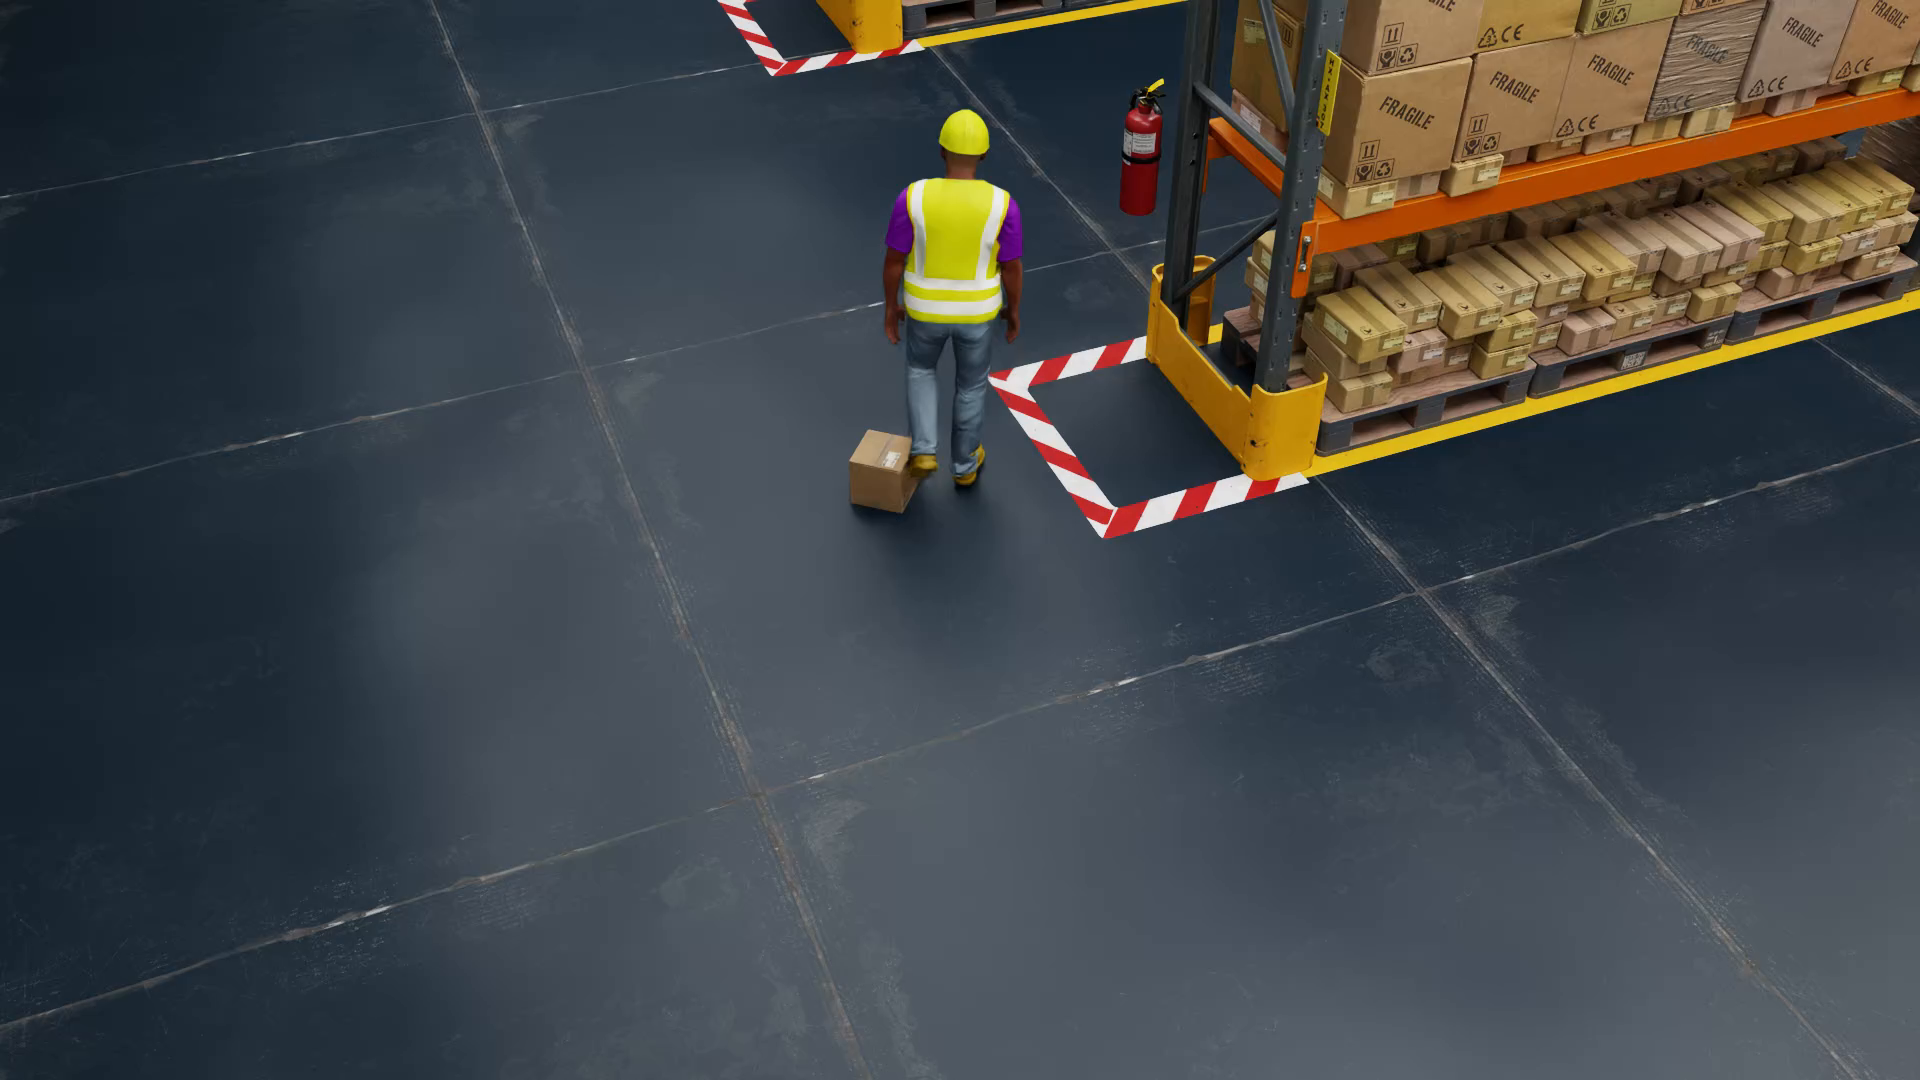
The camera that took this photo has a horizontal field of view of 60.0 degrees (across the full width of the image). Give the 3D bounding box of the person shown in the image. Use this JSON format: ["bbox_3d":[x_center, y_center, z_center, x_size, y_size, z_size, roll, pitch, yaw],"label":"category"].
[{"bbox_3d":[-0.036,-0.959,7.220,0.595,1.715,0.555,4,42,4],"label":"person"}]
